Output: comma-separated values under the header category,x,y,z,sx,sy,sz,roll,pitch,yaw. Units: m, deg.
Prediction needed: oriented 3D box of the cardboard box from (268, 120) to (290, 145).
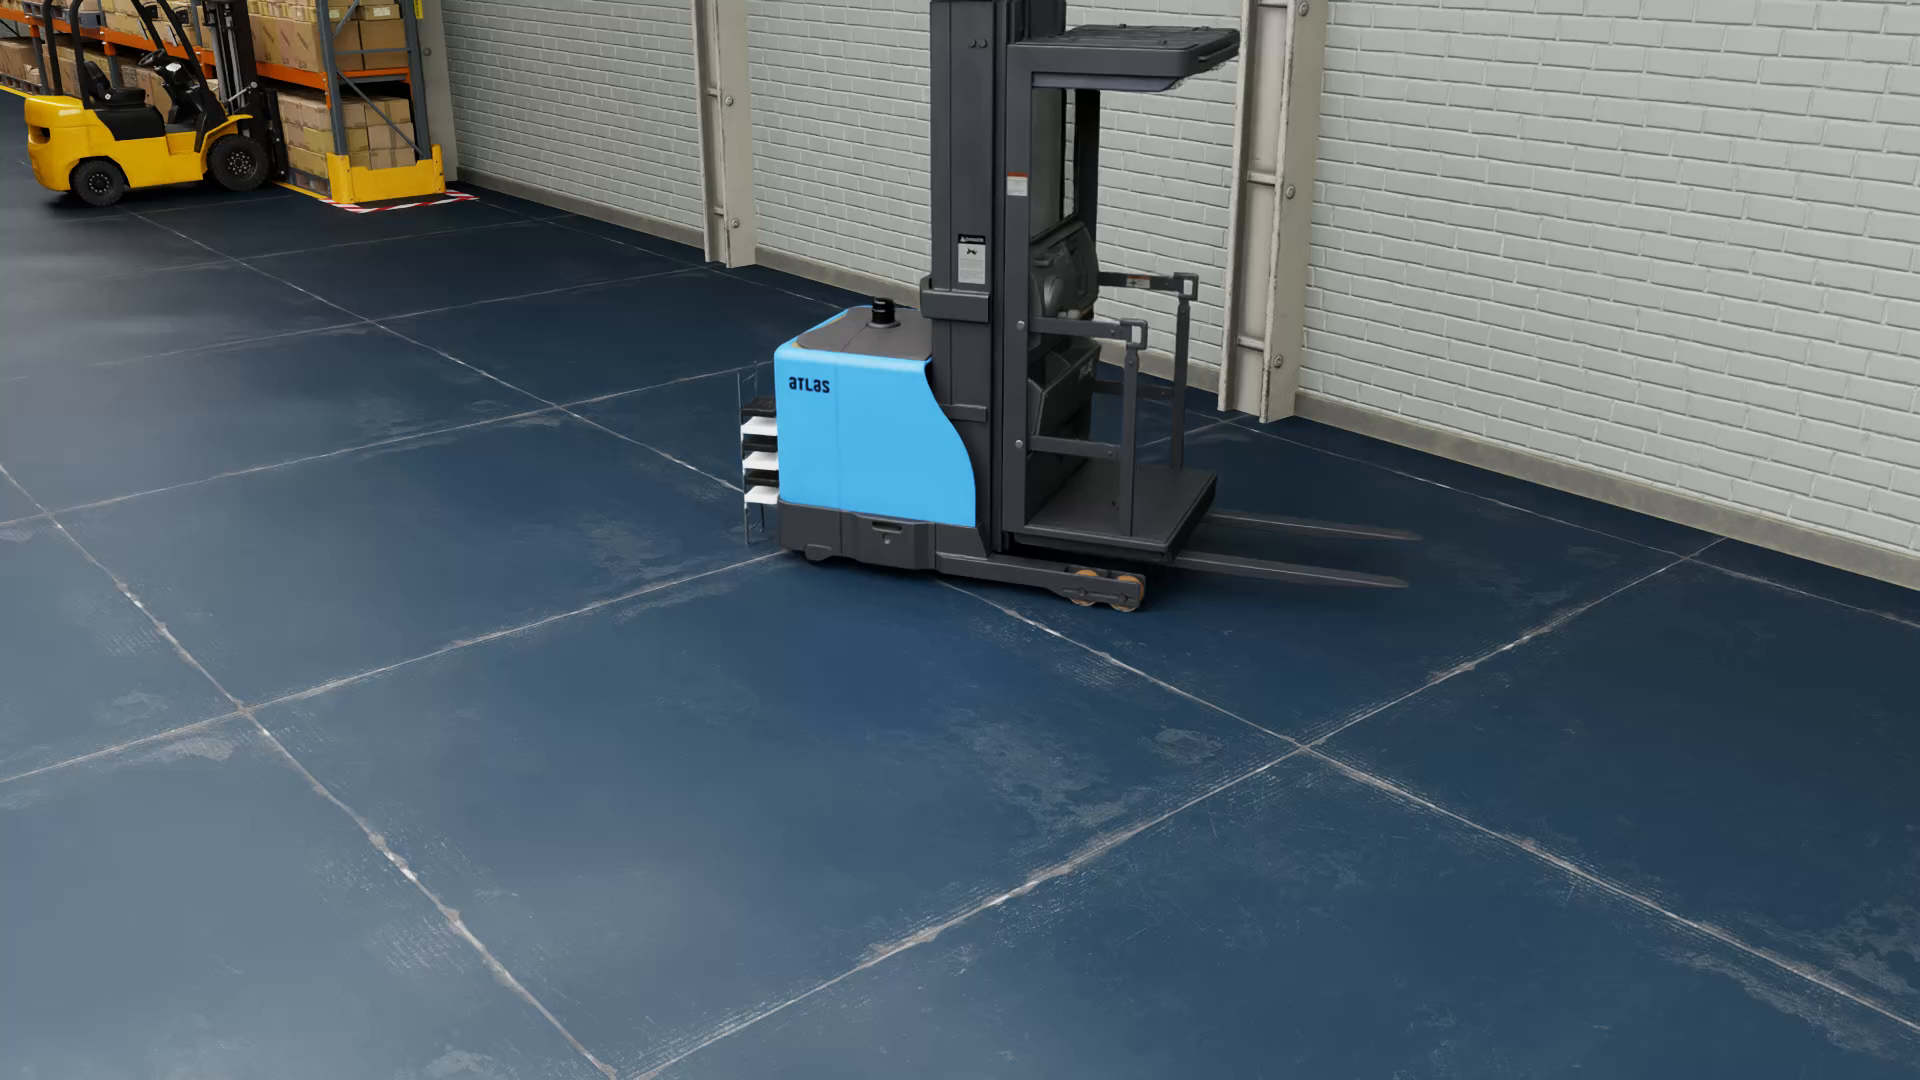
category,x,y,z,sx,sy,sz,roll,pitch,yaw
cardboard box,-7.403,-4.607,18.643,0.500,0.250,0.500,-18,28,-39

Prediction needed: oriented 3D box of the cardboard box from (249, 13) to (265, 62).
category,x,y,z,sx,sy,sz,roll,pitch,yaw
cardboard box,-7.699,-5.664,18.694,0.500,0.500,0.500,-17,27,-37

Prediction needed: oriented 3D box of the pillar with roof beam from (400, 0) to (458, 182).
category,x,y,z,sx,sy,sz,roll,pitch,yaw
pillar with roof beam,-9.209,-7.296,14.772,9.100,9.000,0.400,-17,27,-37

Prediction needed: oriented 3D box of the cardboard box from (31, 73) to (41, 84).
category,x,y,z,sx,sy,sz,roll,pitch,yaw
cardboard box,-14.595,-7.388,26.567,0.380,0.149,0.250,-18,28,-39

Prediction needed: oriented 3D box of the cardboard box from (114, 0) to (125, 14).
category,x,y,z,sx,sy,sz,roll,pitch,yaw
cardboard box,-10.967,-7.174,22.208,0.500,0.250,0.500,-16,27,-36

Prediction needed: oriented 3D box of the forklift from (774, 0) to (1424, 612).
category,x,y,z,sx,sy,sz,roll,pitch,yaw
forklift,0.673,-1.252,7.662,3.031,2.935,1.130,8,23,19

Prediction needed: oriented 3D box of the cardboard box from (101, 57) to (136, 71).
category,x,y,z,sx,sy,sz,roll,pitch,yaw
cardboard box,-11.912,-6.740,23.543,0.380,0.149,0.250,-19,28,-40

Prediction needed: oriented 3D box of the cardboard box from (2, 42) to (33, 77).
category,x,y,z,sx,sy,sz,roll,pitch,yaw
cardboard box,-15.495,-7.966,27.560,0.500,0.500,0.500,-17,27,-36

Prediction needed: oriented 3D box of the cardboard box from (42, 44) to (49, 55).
category,x,y,z,sx,sy,sz,roll,pitch,yaw
cardboard box,-13.976,-7.607,25.755,0.380,0.149,0.250,-16,26,-35

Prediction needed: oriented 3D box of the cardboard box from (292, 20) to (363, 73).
category,x,y,z,sx,sy,sz,roll,pitch,yaw
cardboard box,-6.696,-5.240,17.613,0.500,0.500,0.500,-18,28,-39

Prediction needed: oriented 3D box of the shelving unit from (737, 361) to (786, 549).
category,x,y,z,sx,sy,sz,roll,pitch,yaw
shelving unit,-0.950,-0.425,8.335,0.210,0.900,0.258,5,22,14

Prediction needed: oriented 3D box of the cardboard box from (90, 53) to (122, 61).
category,x,y,z,sx,sy,sz,roll,pitch,yaw
cardboard box,-12.390,-6.975,24.143,0.380,0.149,0.250,-16,27,-36

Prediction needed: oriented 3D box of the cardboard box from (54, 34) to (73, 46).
category,x,y,z,sx,sy,sz,roll,pitch,yaw
cardboard box,-13.770,-7.685,25.547,0.380,0.149,0.250,-19,28,-40

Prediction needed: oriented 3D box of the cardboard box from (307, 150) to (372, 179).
category,x,y,z,sx,sy,sz,roll,pitch,yaw
cardboard box,-6.722,-4.090,18.008,0.500,0.250,0.500,-17,27,-37

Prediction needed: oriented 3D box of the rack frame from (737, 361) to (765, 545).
category,x,y,z,sx,sy,sz,roll,pitch,yaw
rack frame,-1.049,-0.435,8.359,0.006,0.900,0.240,5,22,14

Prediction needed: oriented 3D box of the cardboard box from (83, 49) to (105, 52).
category,x,y,z,sx,sy,sz,roll,pitch,yaw
cardboard box,-12.878,-7.193,24.699,0.380,0.149,0.250,-17,27,-37

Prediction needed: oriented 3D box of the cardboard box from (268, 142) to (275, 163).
category,x,y,z,sx,sy,sz,roll,pitch,yaw
cardboard box,-7.715,-4.508,19.076,0.500,0.250,0.500,-16,27,-36

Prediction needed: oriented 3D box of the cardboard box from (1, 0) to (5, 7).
category,x,y,z,sx,sy,sz,roll,pitch,yaw
cardboard box,-15.402,-8.777,27.125,0.380,0.149,0.250,-18,27,-38

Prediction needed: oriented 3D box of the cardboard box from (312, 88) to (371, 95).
category,x,y,z,sx,sy,sz,roll,pitch,yaw
cardboard box,-6.993,-4.957,18.850,0.500,0.250,0.500,-18,27,-38

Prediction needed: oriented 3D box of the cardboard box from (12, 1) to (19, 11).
category,x,y,z,sx,sy,sz,roll,pitch,yaw
cardboard box,-14.783,-8.480,26.365,0.380,0.149,0.250,-17,27,-36

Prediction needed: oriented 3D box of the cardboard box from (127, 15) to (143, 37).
category,x,y,z,sx,sy,sz,roll,pitch,yaw
cardboard box,-10.627,-6.799,21.936,0.500,0.250,0.500,-19,28,-39

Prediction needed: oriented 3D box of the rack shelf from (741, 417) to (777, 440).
category,x,y,z,sx,sy,sz,roll,pitch,yaw
rack shelf,-0.950,-0.562,8.281,0.200,0.077,0.258,5,22,14

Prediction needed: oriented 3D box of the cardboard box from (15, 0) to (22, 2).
category,x,y,z,sx,sy,sz,roll,pitch,yaw
cardboard box,-14.526,-8.587,26.093,0.500,0.250,0.500,-17,27,-36

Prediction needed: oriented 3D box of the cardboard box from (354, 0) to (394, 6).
category,x,y,z,sx,sy,sz,roll,pitch,yaw
cardboard box,-6.233,-5.751,17.620,0.380,0.149,0.250,-18,28,-38

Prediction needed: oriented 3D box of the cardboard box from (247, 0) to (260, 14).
category,x,y,z,sx,sy,sz,roll,pitch,yaw
cardboard box,-7.784,-5.991,18.642,0.380,0.149,0.250,-18,28,-38

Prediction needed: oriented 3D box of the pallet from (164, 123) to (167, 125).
category,x,y,z,sx,sy,sz,roll,pitch,yaw
pallet,-10.098,-5.459,22.131,1.003,0.211,1.213,-17,27,-37

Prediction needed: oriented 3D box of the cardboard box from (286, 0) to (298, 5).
category,x,y,z,sx,sy,sz,roll,pitch,yaw
cardboard box,-6.945,-5.783,17.701,0.380,0.149,0.250,-17,27,-36

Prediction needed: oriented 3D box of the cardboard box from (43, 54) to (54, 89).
category,x,y,z,sx,sy,sz,roll,pitch,yaw
cardboard box,-13.864,-7.280,25.810,0.500,0.500,0.500,-16,26,-35

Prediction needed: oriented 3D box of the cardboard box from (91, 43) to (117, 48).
category,x,y,z,sx,sy,sz,roll,pitch,yaw
cardboard box,-13.209,-7.600,25.737,0.380,0.149,0.250,-17,27,-37

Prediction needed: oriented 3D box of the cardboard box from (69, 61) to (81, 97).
category,x,y,z,sx,sy,sz,roll,pitch,yaw
cardboard box,-12.852,-6.852,24.716,0.500,0.500,0.500,-19,28,-39

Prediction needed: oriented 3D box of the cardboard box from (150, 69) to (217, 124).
category,x,y,z,sx,sy,sz,roll,pitch,yaw
cardboard box,-10.129,-5.880,22.065,0.875,0.625,0.625,-19,28,-40

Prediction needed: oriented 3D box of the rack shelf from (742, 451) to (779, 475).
category,x,y,z,sx,sy,sz,roll,pitch,yaw
rack shelf,-0.950,-0.394,8.347,0.200,0.077,0.258,5,22,14

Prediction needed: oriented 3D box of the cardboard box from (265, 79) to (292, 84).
category,x,y,z,sx,sy,sz,roll,pitch,yaw
cardboard box,-7.977,-5.380,19.930,0.500,0.250,0.500,-18,28,-38

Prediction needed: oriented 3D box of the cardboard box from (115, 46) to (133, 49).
category,x,y,z,sx,sy,sz,roll,pitch,yaw
cardboard box,-12.673,-7.389,25.198,0.380,0.149,0.250,-17,27,-37

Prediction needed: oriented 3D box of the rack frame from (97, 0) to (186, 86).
category,x,y,z,sx,sy,sz,roll,pitch,yaw
rack frame,-11.398,-7.331,23.087,1.000,3.000,0.127,-17,27,-37

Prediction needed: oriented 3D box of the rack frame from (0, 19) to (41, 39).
category,x,y,z,sx,sy,sz,roll,pitch,yaw
rack frame,-16.620,-9.541,28.730,1.000,3.000,0.127,-17,27,-37

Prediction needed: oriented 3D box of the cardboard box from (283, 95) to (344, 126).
category,x,y,z,sx,sy,sz,roll,pitch,yaw
cardboard box,-7.050,-4.694,18.178,0.500,0.250,0.500,-17,27,-36

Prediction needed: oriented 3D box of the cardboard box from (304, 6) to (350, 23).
category,x,y,z,sx,sy,sz,roll,pitch,yaw
cardboard box,-6.614,-5.498,17.382,0.380,0.149,0.250,-17,27,-37

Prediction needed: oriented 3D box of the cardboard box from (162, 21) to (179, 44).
category,x,y,z,sx,sy,sz,roll,pitch,yaw
cardboard box,-9.646,-6.370,20.841,0.500,0.250,0.500,-18,27,-38

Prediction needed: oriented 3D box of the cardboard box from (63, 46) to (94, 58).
category,x,y,z,sx,sy,sz,roll,pitch,yaw
cardboard box,-13.372,-7.408,25.248,0.380,0.149,0.250,-18,28,-38

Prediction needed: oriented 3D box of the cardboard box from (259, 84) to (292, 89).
category,x,y,z,sx,sy,sz,roll,pitch,yaw
cardboard box,-8.049,-5.120,19.265,0.500,0.250,0.500,-16,27,-36

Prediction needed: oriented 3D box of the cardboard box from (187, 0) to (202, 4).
category,x,y,z,sx,sy,sz,roll,pitch,yaw
cardboard box,-9.178,-6.616,20.235,0.380,0.149,0.250,-16,27,-36

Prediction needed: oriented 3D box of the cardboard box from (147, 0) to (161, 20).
category,x,y,z,sx,sy,sz,roll,pitch,yaw
cardboard box,-9.972,-6.746,21.115,0.500,0.250,0.500,-17,27,-36

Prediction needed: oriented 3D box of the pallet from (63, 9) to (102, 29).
category,x,y,z,sx,sy,sz,roll,pitch,yaw
pallet,-11.893,-7.412,23.558,1.213,0.211,1.003,-17,27,-37

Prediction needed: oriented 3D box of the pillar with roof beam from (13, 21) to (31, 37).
category,x,y,z,sx,sy,sz,roll,pitch,yaw
pillar with roof beam,-20.958,-12.269,27.470,9.100,9.000,0.400,-17,27,-37

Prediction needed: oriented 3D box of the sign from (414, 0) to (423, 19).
category,x,y,z,sx,sy,sz,roll,pitch,yaw
sign,-5.751,-5.691,17.605,0.100,0.325,0.005,-17,27,-37

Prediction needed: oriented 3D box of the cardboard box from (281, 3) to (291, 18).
category,x,y,z,sx,sy,sz,roll,pitch,yaw
cardboard box,-7.080,-5.719,17.946,0.380,0.149,0.250,-18,27,-38

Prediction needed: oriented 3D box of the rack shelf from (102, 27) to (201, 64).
category,x,y,z,sx,sy,sz,roll,pitch,yaw
rack shelf,-10.092,-6.443,21.808,1.077,0.370,4.000,-17,27,-37

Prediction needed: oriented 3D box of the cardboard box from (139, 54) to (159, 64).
category,x,y,z,sx,sy,sz,roll,pitch,yaw
cardboard box,-11.655,-6.962,24.109,0.380,0.149,0.250,-16,27,-36

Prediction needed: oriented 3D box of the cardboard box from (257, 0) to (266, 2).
category,x,y,z,sx,sy,sz,roll,pitch,yaw
cardboard box,-7.478,-5.985,18.217,0.380,0.149,0.250,-17,27,-36

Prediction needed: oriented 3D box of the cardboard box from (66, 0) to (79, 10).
category,x,y,z,sx,sy,sz,roll,pitch,yaw
cardboard box,-12.332,-7.671,23.585,0.500,0.250,0.500,-19,28,-40

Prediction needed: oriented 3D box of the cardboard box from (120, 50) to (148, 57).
category,x,y,z,sx,sy,sz,roll,pitch,yaw
cardboard box,-12.193,-7.170,24.639,0.380,0.149,0.250,-18,28,-39

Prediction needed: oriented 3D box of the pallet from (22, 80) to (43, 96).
category,x,y,z,sx,sy,sz,roll,pitch,yaw
pallet,-14.456,-7.327,26.902,1.003,0.211,1.213,-17,27,-37

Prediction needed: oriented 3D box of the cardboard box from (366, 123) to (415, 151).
category,x,y,z,sx,sy,sz,roll,pitch,yaw
cardboard box,-6.325,-4.448,18.236,0.500,0.250,0.500,-17,27,-36
